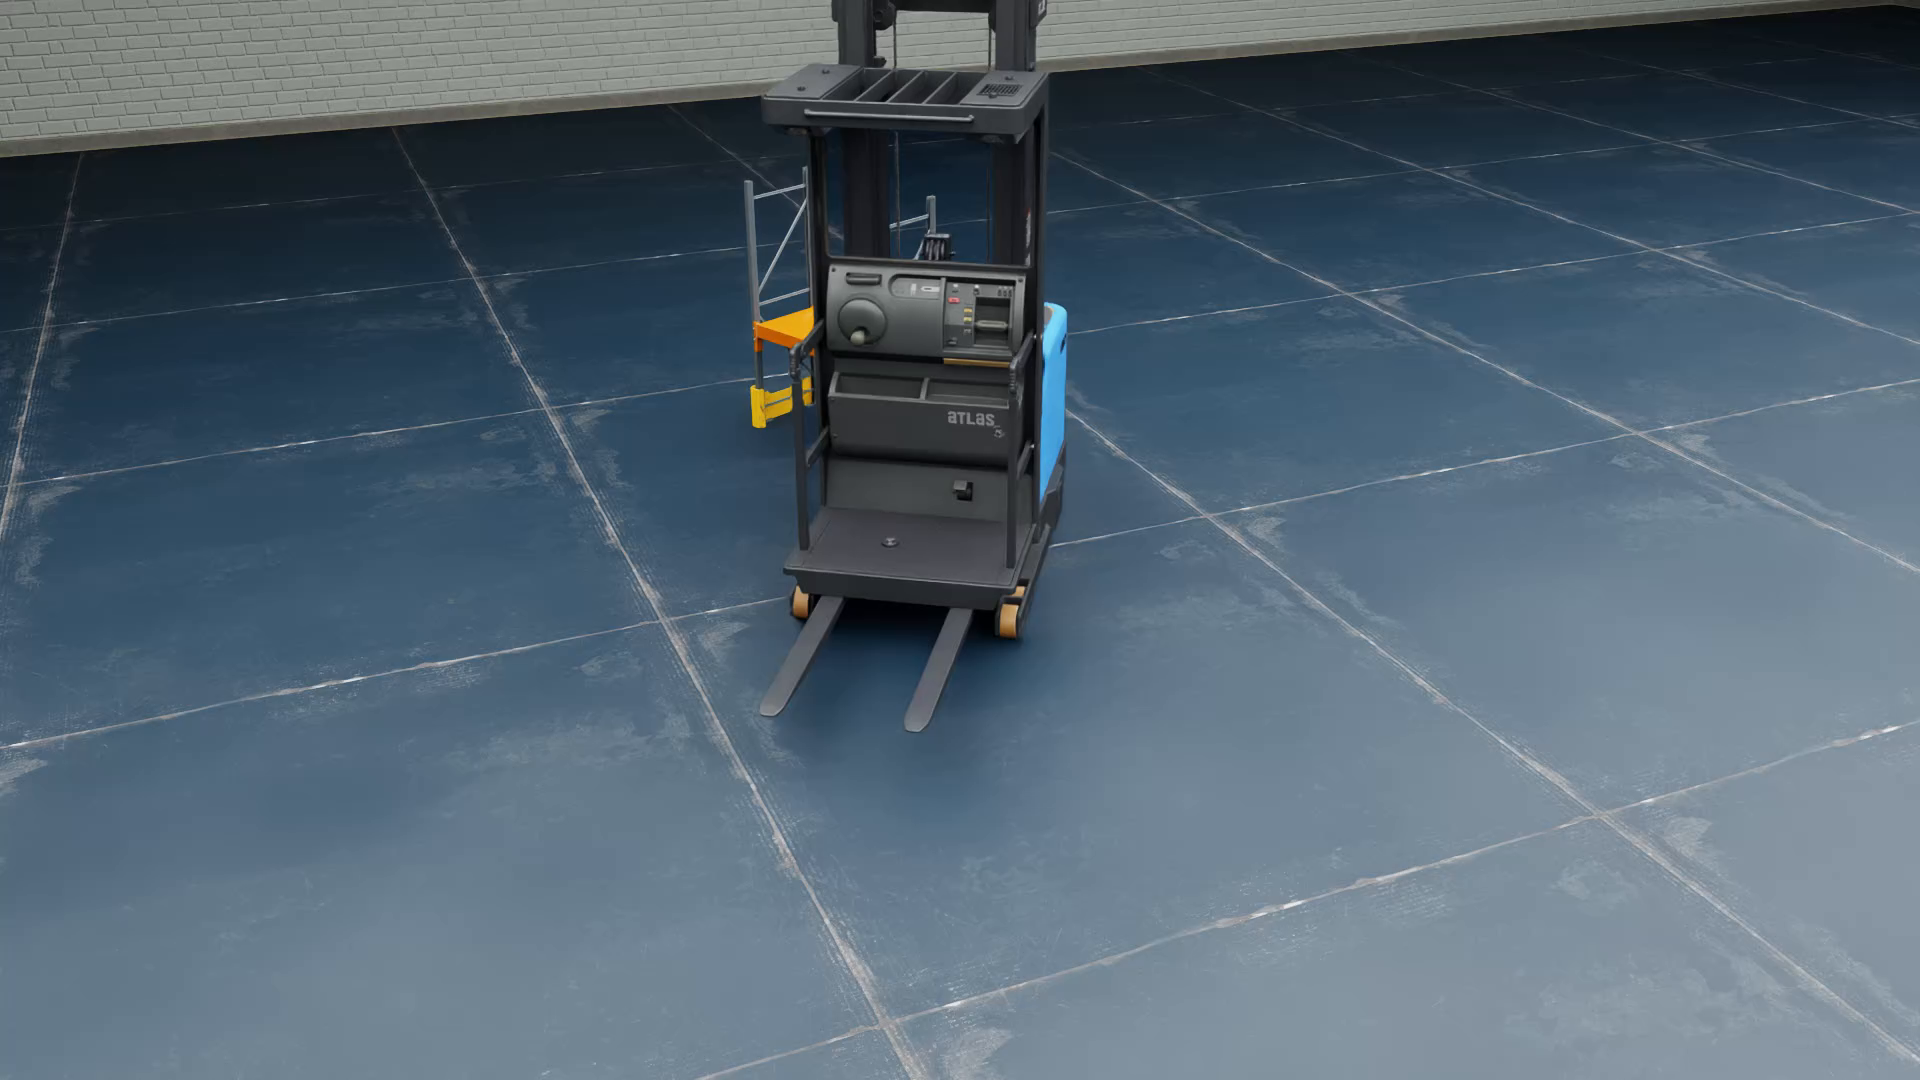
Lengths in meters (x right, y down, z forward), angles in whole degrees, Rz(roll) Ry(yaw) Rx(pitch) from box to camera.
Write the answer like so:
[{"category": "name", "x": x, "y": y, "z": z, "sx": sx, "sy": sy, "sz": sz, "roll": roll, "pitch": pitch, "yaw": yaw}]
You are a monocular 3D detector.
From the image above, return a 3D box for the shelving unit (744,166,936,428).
[{"category": "shelving unit", "x": -0.683, "y": -1.309, "z": 9.722, "sx": 1.083, "sy": 1.500, "sz": 0.587, "roll": 22, "pitch": 34, "yaw": 38}]

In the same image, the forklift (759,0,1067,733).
[{"category": "forklift", "x": -0.199, "y": -1.027, "z": 7.513, "sx": 1.130, "sy": 2.935, "sz": 3.031, "roll": 5, "pitch": 26, "yaw": 10}]

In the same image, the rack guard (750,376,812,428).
[{"category": "rack guard", "x": -1.049, "y": -0.896, "z": 10.300, "sx": 0.087, "sy": 0.250, "sz": 0.587, "roll": 22, "pitch": 34, "yaw": 38}]

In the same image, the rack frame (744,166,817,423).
[{"category": "rack frame", "x": -1.063, "y": -1.463, "z": 10.038, "sx": 0.032, "sy": 1.500, "sz": 0.500, "roll": 22, "pitch": 34, "yaw": 38}]

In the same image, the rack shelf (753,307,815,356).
[{"category": "rack shelf", "x": -0.690, "y": -1.150, "z": 9.807, "sx": 1.000, "sy": 0.185, "sz": 0.538, "roll": 22, "pitch": 34, "yaw": 38}]

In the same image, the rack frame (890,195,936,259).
[{"category": "rack frame", "x": -0.316, "y": -1.161, "z": 9.418, "sx": 0.032, "sy": 1.500, "sz": 0.500, "roll": 22, "pitch": 34, "yaw": 38}]
